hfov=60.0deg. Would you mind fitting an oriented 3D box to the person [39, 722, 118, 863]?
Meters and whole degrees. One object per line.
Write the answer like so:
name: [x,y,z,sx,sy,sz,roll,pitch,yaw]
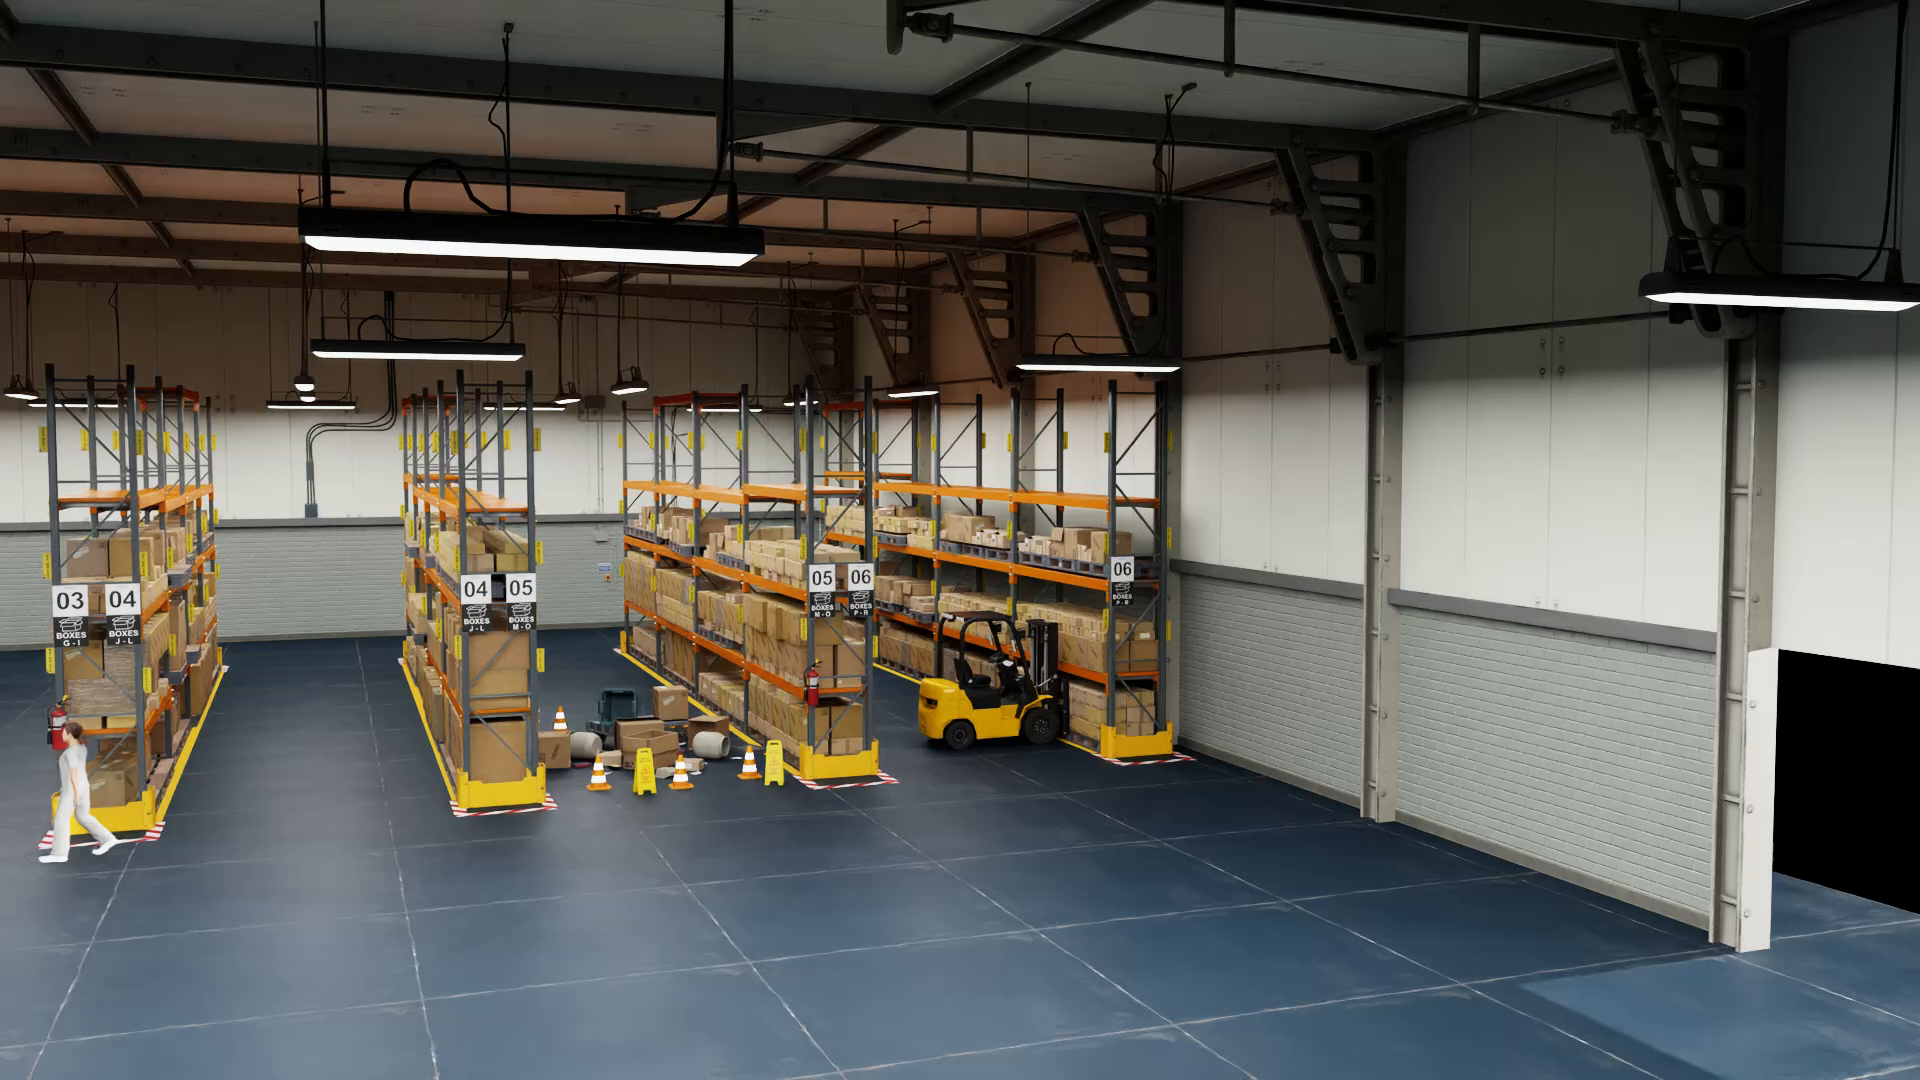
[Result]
person: [-10.583,3.003,19.937,0.798,1.653,0.433,-1,3,-10]
